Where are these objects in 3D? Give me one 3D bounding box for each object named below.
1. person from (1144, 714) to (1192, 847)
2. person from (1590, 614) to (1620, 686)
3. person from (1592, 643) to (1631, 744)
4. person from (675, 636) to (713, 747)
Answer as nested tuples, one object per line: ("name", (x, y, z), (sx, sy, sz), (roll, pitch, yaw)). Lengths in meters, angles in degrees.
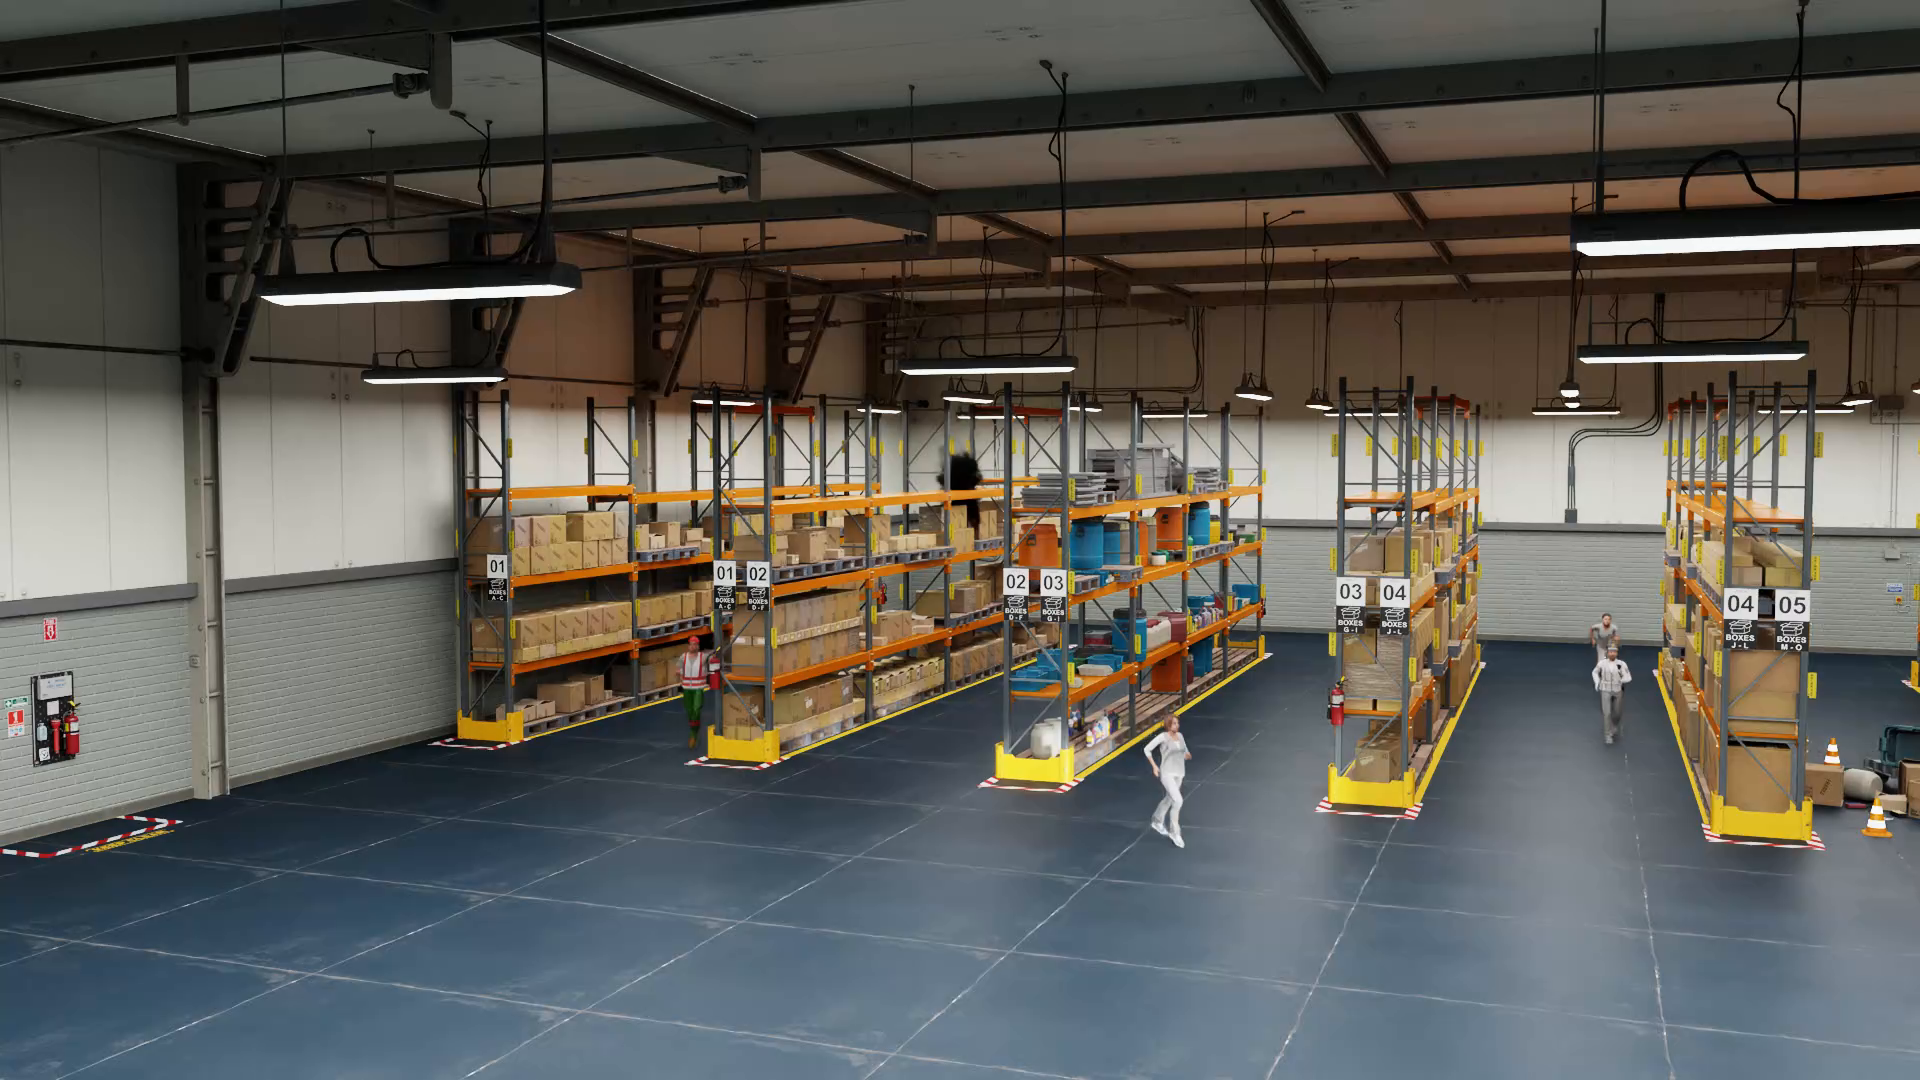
("person", (2.669, 3.031, 21.136), (0.510, 1.642, 0.728), (-3, 4, -40))
("person", (13.318, 2.295, 34.356), (0.554, 1.592, 0.824), (1, 3, 13))
("person", (11.112, 2.589, 28.363), (0.622, 1.670, 0.896), (1, 3, 18))
("person", (-4.506, 2.533, 28.119), (0.646, 1.814, 0.858), (0, 3, 8))
